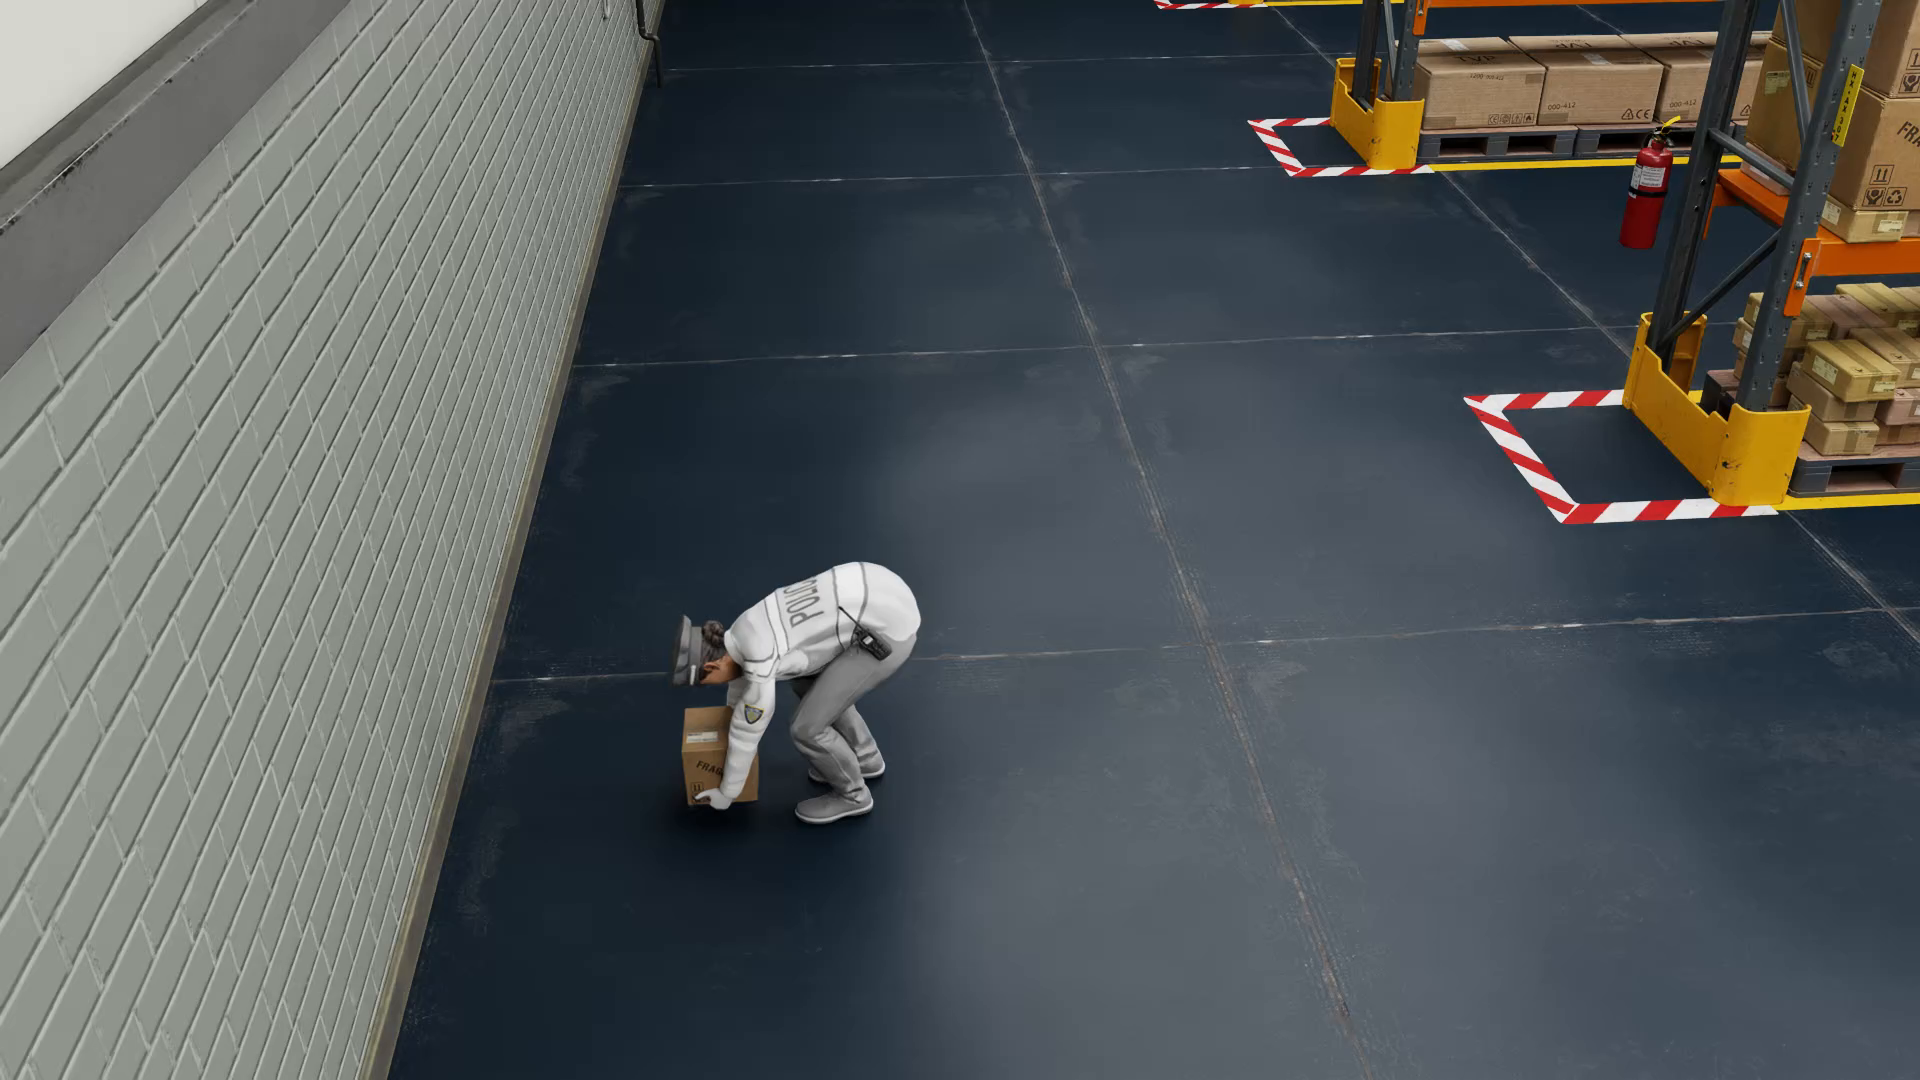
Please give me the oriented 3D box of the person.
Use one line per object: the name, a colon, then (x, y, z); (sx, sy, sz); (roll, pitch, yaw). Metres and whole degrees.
person: (-0.584, 0.551, 5.918); (0.891, 0.947, 0.437); (-4, 32, -7)
